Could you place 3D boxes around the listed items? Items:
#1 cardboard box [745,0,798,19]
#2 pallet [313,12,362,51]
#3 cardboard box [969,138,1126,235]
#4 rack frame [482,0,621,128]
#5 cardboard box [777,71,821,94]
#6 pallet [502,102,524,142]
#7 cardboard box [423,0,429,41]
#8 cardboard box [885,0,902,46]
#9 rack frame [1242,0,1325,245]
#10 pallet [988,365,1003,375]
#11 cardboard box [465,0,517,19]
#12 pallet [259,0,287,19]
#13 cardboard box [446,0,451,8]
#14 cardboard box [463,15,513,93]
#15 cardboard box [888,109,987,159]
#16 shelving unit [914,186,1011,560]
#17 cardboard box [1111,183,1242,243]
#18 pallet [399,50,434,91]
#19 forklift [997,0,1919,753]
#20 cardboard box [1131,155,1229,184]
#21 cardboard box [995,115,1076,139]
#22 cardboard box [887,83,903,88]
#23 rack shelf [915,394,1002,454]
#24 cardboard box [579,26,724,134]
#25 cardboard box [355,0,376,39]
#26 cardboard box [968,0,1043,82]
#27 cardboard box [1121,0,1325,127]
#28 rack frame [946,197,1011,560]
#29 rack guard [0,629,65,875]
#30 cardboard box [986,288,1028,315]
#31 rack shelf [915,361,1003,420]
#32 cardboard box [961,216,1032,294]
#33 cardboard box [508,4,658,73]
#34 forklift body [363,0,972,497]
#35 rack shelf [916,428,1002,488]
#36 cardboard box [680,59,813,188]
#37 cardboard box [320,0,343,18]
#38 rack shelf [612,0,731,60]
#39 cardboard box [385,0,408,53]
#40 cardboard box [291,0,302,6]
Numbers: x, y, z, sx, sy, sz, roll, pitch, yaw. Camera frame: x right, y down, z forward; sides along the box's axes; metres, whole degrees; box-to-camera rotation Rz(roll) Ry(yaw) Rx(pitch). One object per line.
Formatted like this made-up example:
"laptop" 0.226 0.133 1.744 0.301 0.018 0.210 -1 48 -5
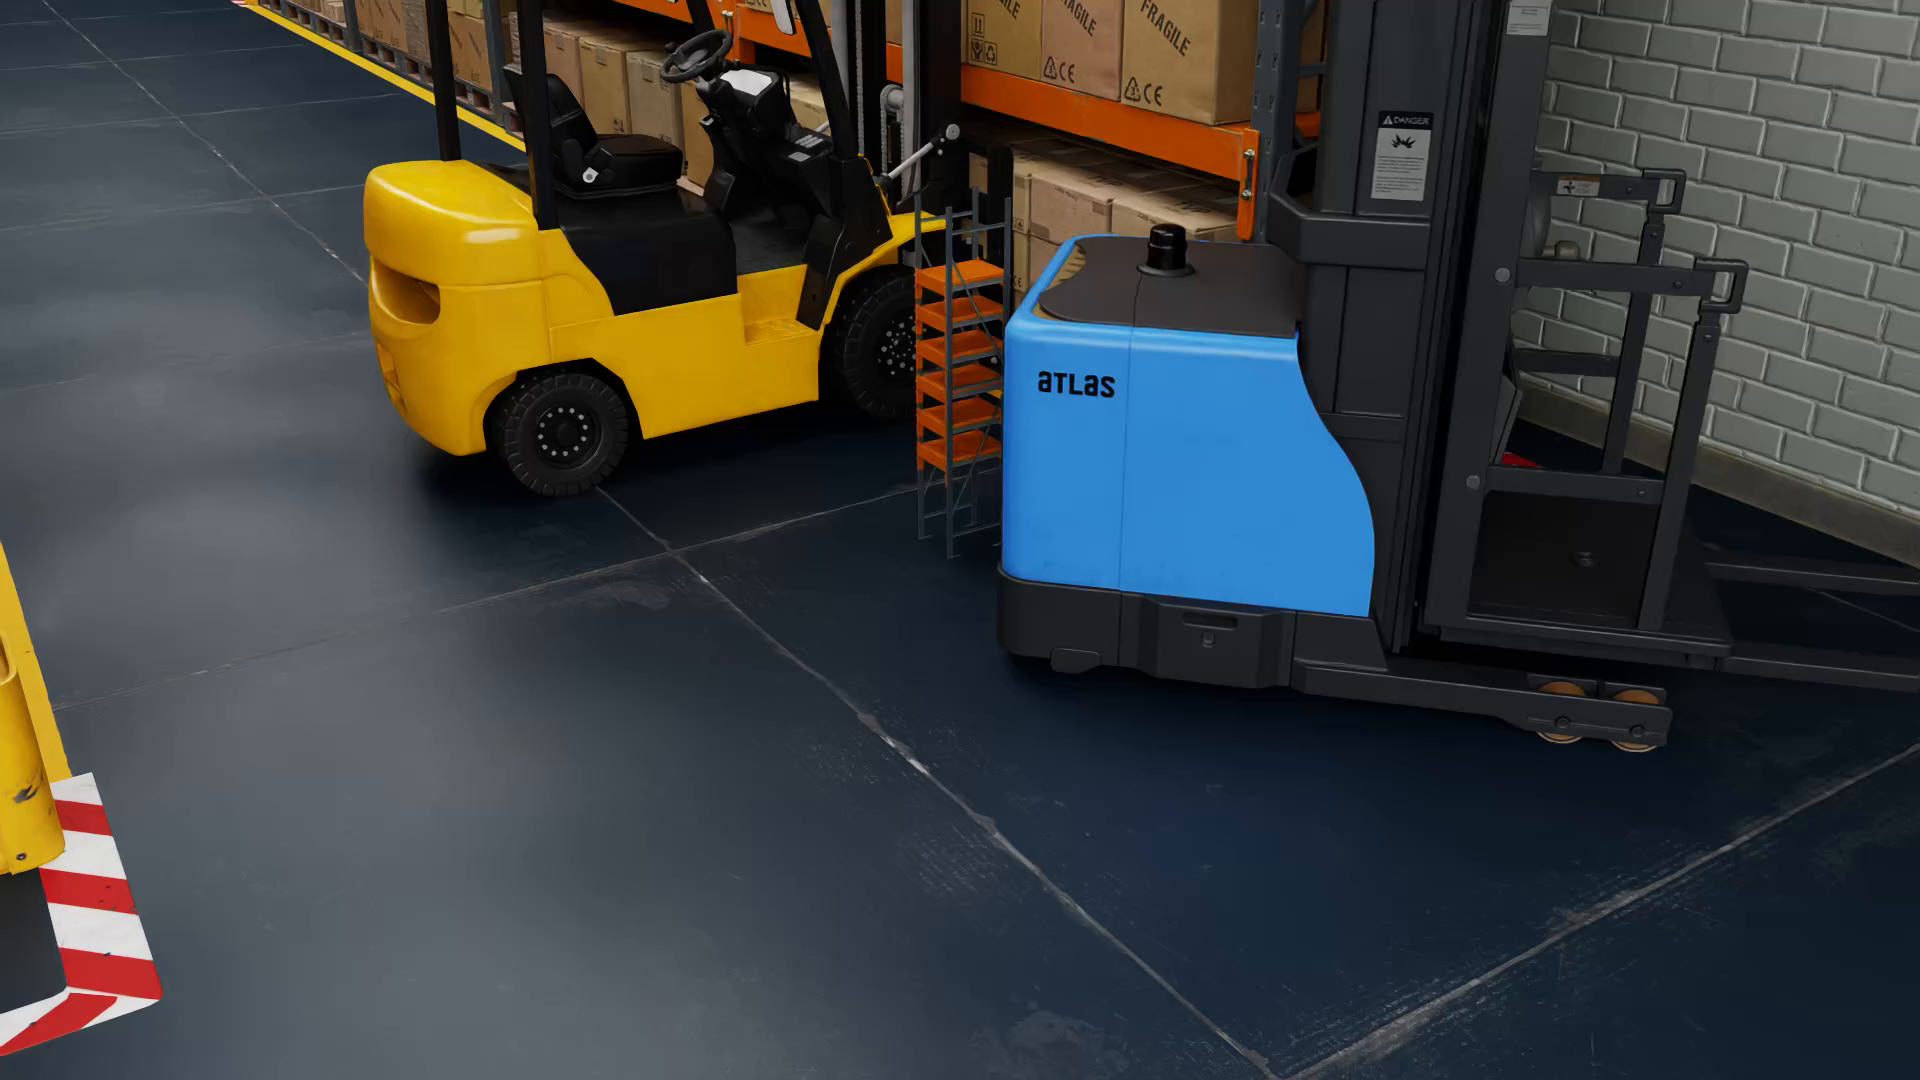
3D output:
"cardboard box" -0.740 -2.887 8.235 0.500 0.500 0.500 -16 30 -31
"pallet" -5.505 -4.908 15.899 1.003 0.211 1.213 -16 29 -30
"cardboard box" 0.340 -1.481 6.931 0.500 0.250 0.500 -15 29 -29
"rack frame" -2.947 -4.492 11.752 1.000 3.000 0.127 -16 29 -30
"cardboard box" -0.762 -2.214 8.484 0.500 0.250 0.500 -16 30 -30
"pallet" -2.530 -2.928 11.704 1.003 0.211 1.213 -16 29 -30
"cardboard box" -3.910 -4.021 13.190 0.500 0.500 0.500 -14 29 -27
"cardboard box" -0.164 -2.524 7.465 0.500 0.500 0.500 -16 30 -30
"rack frame" 1.420 -1.631 5.690 1.000 3.000 0.127 -16 29 -30
"pallet" 0.306 -1.069 7.768 1.003 0.211 1.213 -16 29 -30
"cardboard box" -3.429 -3.963 12.306 0.380 0.149 0.250 -17 30 -32
"pallet" -6.837 -5.780 17.747 1.003 0.211 1.213 -16 29 -30
"cardboard box" -3.711 -4.157 12.719 0.380 0.149 0.250 -17 30 -31
"cardboard box" -3.358 -3.653 12.410 0.500 0.500 0.500 -15 29 -28
"cardboard box" -0.210 -1.853 7.720 0.500 0.250 0.500 -14 29 -28
"shelving unit" 0.008 -0.537 5.483 0.258 1.200 0.189 -16 29 -30
"cardboard box" 0.907 -1.121 6.169 0.500 0.250 0.500 -14 29 -28
"pallet" -3.985 -3.943 13.855 1.003 0.211 1.213 -16 29 -30
"forklift" 1.683 -0.997 4.429 3.031 2.935 1.130 6 26 12
"cardboard box" 1.040 -1.423 6.809 0.500 0.250 0.500 -15 29 -29
"cardboard box" 0.503 -1.789 7.585 0.500 0.250 0.500 -16 30 -31
"cardboard box" -0.044 -2.151 8.351 0.500 0.250 0.500 -16 30 -30
"rack shelf" 0.008 -0.389 5.553 0.258 0.103 0.180 -16 29 -30
"cardboard box" -1.887 -2.909 10.689 0.875 0.625 0.625 -17 30 -32
"cardboard box" -5.055 -4.757 14.749 0.500 0.500 0.500 -14 29 -27
"cardboard box" 0.376 -2.162 6.698 0.500 0.500 0.500 -16 30 -31
"cardboard box" 0.931 -1.791 5.912 0.500 0.500 0.500 -16 30 -31
"rack frame" 0.058 -0.505 5.414 0.240 1.200 0.006 -16 29 -30
"rack guard" -2.778 0.631 3.828 1.175 0.500 0.348 -16 29 -30
"cardboard box" 0.370 -1.033 7.153 0.500 0.250 0.500 -15 29 -29
"rack shelf" 0.008 -0.497 5.502 0.258 0.103 0.180 -16 29 -30
"cardboard box" 0.328 -1.266 7.062 0.500 0.250 0.500 -16 30 -31
"cardboard box" -2.618 -3.382 11.690 0.875 0.625 0.625 -15 29 -28
"forklift body" -1.144 -1.500 6.408 2.313 2.155 1.214 -16 29 -30
"rack shelf" 0.008 -0.280 5.604 0.258 0.103 0.180 -16 29 -30
"cardboard box" -1.058 -2.361 9.528 0.875 0.625 0.625 -14 29 -27
"cardboard box" -5.876 -5.135 15.824 0.396 0.266 0.258 -14 29 -28
"rack shelf" -1.855 -3.451 10.390 1.077 0.370 4.000 -16 29 -30
"cardboard box" -4.487 -4.389 13.970 0.500 0.500 0.500 -17 30 -31
"cardboard box" -6.421 -5.645 16.630 0.500 0.500 0.500 -15 29 -29
